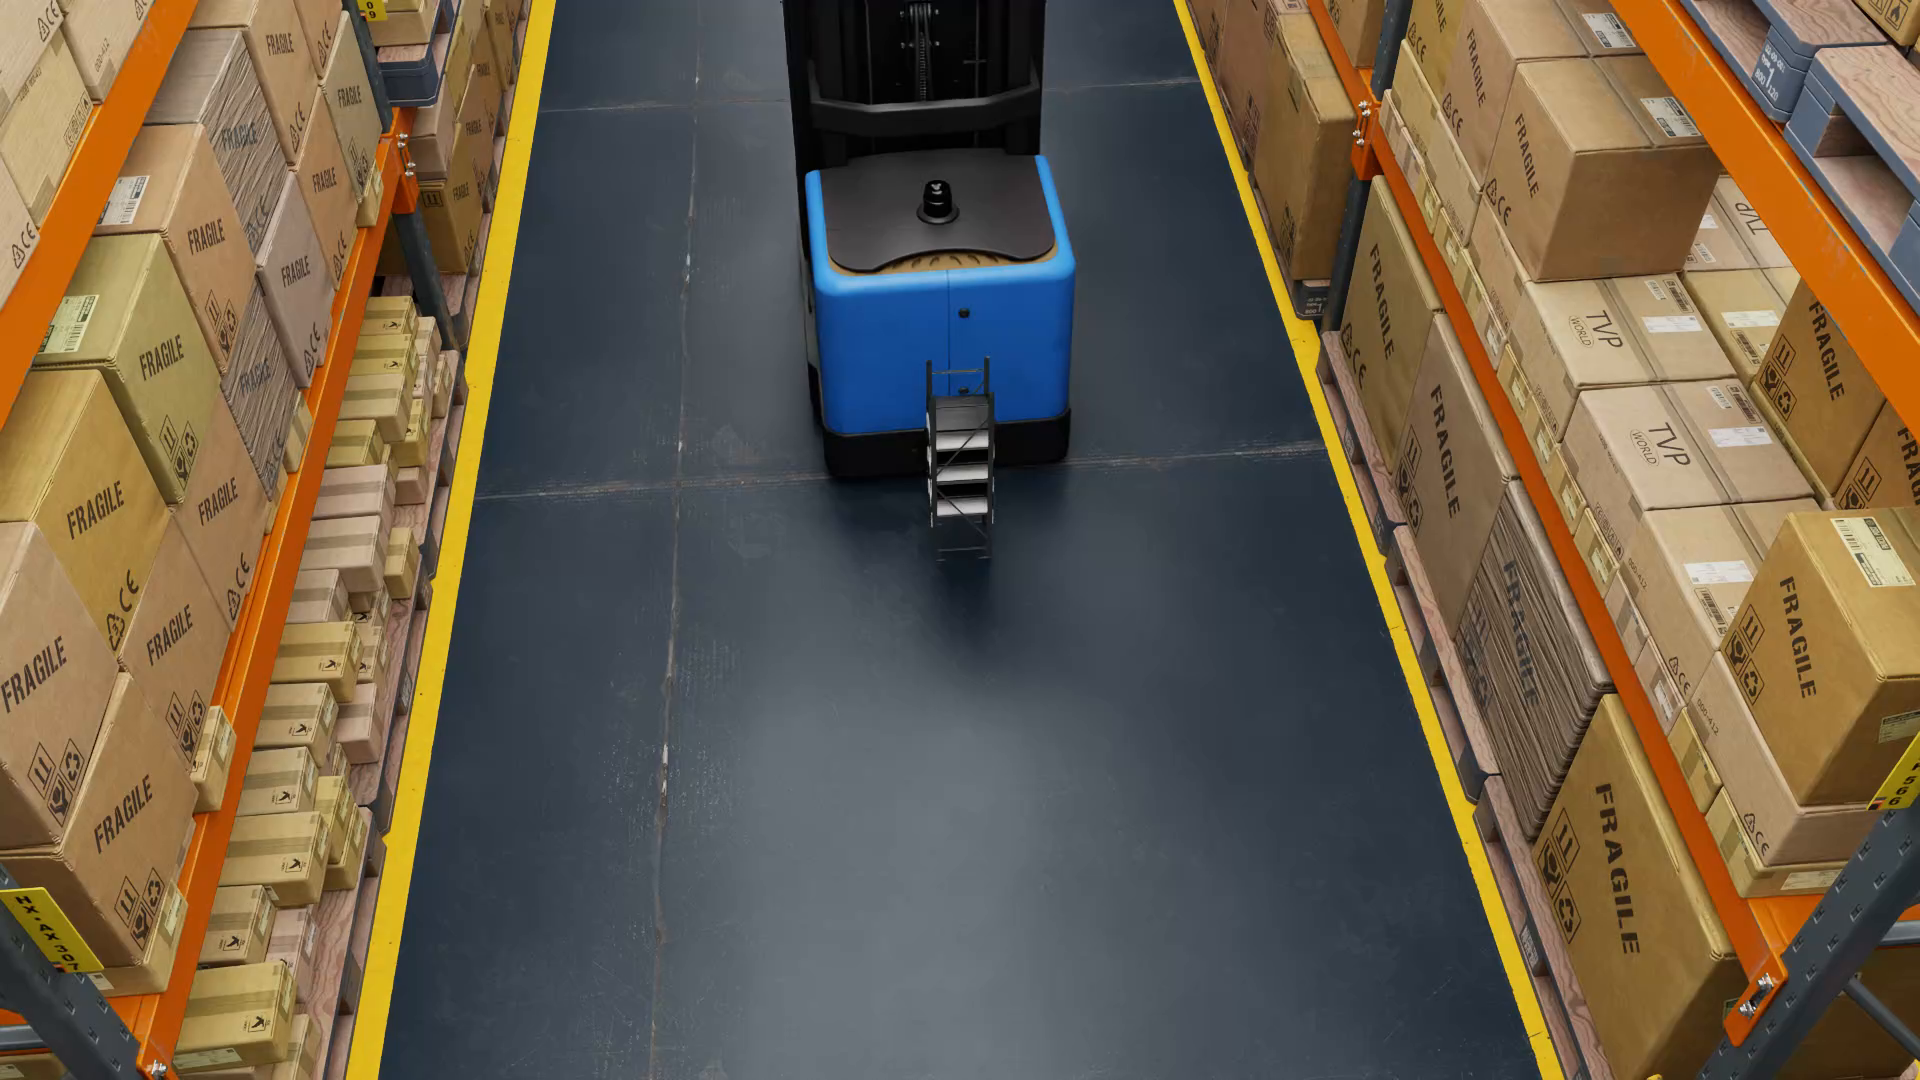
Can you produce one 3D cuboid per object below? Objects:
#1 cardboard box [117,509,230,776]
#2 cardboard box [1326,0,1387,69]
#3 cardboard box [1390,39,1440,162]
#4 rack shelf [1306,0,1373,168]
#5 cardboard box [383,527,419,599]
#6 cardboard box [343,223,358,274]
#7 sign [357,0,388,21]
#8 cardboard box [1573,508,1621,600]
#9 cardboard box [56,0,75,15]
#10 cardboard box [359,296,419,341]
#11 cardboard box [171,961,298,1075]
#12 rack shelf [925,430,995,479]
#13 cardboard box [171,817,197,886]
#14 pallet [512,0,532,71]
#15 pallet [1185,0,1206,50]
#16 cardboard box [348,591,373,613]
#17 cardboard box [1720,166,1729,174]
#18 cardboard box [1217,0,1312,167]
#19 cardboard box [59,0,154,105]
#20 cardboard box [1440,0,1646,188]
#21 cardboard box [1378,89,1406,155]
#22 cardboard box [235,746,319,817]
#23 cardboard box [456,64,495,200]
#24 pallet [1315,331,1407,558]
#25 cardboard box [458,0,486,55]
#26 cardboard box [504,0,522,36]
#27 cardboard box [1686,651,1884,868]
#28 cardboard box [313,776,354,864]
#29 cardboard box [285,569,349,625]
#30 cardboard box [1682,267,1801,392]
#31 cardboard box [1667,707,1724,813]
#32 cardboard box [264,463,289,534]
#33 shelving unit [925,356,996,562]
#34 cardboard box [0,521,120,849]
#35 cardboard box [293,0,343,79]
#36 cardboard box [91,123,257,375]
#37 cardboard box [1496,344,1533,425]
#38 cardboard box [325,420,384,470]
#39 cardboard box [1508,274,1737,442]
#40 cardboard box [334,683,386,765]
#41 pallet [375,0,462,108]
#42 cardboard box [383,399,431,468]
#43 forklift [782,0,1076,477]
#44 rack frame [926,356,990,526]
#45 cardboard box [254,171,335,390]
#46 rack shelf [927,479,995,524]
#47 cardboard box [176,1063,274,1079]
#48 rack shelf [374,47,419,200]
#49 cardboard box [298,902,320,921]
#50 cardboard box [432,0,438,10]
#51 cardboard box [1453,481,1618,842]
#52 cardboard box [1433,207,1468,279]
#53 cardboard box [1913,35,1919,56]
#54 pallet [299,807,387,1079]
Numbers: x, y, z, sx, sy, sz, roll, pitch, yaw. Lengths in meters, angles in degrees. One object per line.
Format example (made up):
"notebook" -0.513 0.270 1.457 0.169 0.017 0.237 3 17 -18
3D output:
"cardboard box" -2.263 0.281 4.281 0.500 0.500 0.500 -3 47 -3
"cardboard box" 1.875 -2.334 6.962 0.500 0.500 0.500 -3 47 -3
"cardboard box" 1.964 -1.673 6.303 0.500 0.250 0.500 -4 47 -4
"rack shelf" 2.019 -3.177 8.325 1.077 0.370 4.000 -3 47 -3
"cardboard box" -2.306 0.098 6.402 0.380 0.149 0.250 -4 47 -3
"cardboard box" -2.415 -1.094 6.029 0.380 0.149 0.250 -2 47 -2
"sign" -2.225 -2.086 6.200 0.100 0.325 0.005 -3 47 -3
"cardboard box" 2.076 0.026 4.969 0.380 0.149 0.250 -4 47 -4
"cardboard box" -2.327 -1.450 3.887 0.500 0.250 0.500 -5 47 -5
"cardboard box" -2.476 -0.876 6.915 0.380 0.149 0.250 -2 47 -2
"cardboard box" -2.135 1.376 4.782 0.380 0.149 0.250 -5 47 -5
"rack shelf" 0.001 -0.343 6.513 0.258 0.077 0.200 -3 47 -3
"cardboard box" -2.193 0.795 4.241 0.380 0.149 0.250 -2 47 -2
"pallet" -3.036 -3.119 9.695 1.003 0.211 1.213 -3 47 -3
"pallet" 1.842 -3.338 9.902 1.003 0.211 1.213 -3 47 -3
"cardboard box" -2.380 0.146 6.151 0.380 0.149 0.250 -5 47 -5
"cardboard box" 2.529 -1.607 5.725 0.500 0.500 0.500 -3 47 -3
"cardboard box" 2.037 -2.500 8.362 1.225 0.875 0.875 -5 47 -5
"cardboard box" -2.341 -1.303 4.092 0.500 0.250 0.500 -4 47 -3
"cardboard box" 2.005 -1.567 5.687 0.500 0.500 0.500 -3 47 -3
"cardboard box" 1.879 -1.657 6.563 0.380 0.149 0.250 -3 47 -3
"cardboard box" -2.275 0.820 5.309 0.380 0.149 0.250 -6 47 -5
"cardboard box" -2.609 -1.968 8.116 0.500 0.500 0.500 -2 47 -1
"pallet" 2.172 -0.464 7.180 1.003 0.211 1.213 -3 47 -3
"cardboard box" -2.649 -2.597 8.196 0.500 0.250 0.500 -2 47 -2
"cardboard box" -2.745 -3.092 9.181 0.500 0.500 0.500 -2 47 -2
"cardboard box" 2.216 0.531 4.216 0.500 0.250 0.500 -4 47 -4
"cardboard box" -2.207 0.918 5.420 0.380 0.149 0.250 -2 47 -2
"cardboard box" -2.382 0.249 5.849 0.380 0.149 0.250 -3 47 -3
"cardboard box" 2.612 -0.615 5.301 0.500 0.250 0.500 -4 47 -4
"cardboard box" 2.139 0.577 4.447 0.380 0.149 0.250 -3 47 -3
"cardboard box" -2.312 -0.149 5.134 0.380 0.149 0.250 -2 47 -2
"shelving unit" 0.001 -0.304 6.554 0.258 0.900 0.210 -3 47 -3
"cardboard box" -2.203 0.323 3.552 0.500 0.500 0.500 -4 47 -4
"cardboard box" -2.456 -1.906 5.663 0.500 0.500 0.500 -5 47 -5
"cardboard box" -2.319 -0.788 4.604 0.500 0.500 0.500 -5 47 -5
"cardboard box" 2.011 -0.529 5.495 0.380 0.149 0.250 -5 47 -4
"cardboard box" -2.443 -0.322 6.390 0.380 0.149 0.250 -2 47 -2
"cardboard box" 2.083 -0.581 5.269 0.500 0.250 0.500 -3 47 -3
"cardboard box" -2.249 0.662 5.867 0.380 0.149 0.250 -6 47 -5
"pallet" -2.684 -2.245 7.079 1.003 0.211 1.213 -3 47 -3
"cardboard box" -2.347 -0.419 6.687 0.380 0.149 0.250 -5 47 -5
"forklift" -0.219 -2.351 7.094 1.130 2.935 3.031 -5 47 -5
"rack frame" -0.008 -0.377 6.624 0.240 0.900 0.006 -3 47 -3
"cardboard box" -2.360 -0.818 5.321 0.500 0.500 0.500 -4 47 -4
"rack shelf" 0.001 -0.157 6.709 0.258 0.077 0.200 -3 47 -3
"cardboard box" -2.218 1.484 4.885 0.380 0.149 0.250 -2 47 -2
"rack shelf" -2.932 -2.949 8.109 1.077 0.370 4.000 -3 47 -3
"cardboard box" -2.286 1.218 5.341 0.380 0.149 0.250 -3 47 -3
"cardboard box" -2.369 -2.321 6.902 0.380 0.149 0.250 -3 47 -3
"cardboard box" 2.311 0.386 5.629 0.875 0.875 0.875 -3 47 -3
"cardboard box" 1.948 -1.086 6.022 0.380 0.149 0.250 -5 47 -4
"cardboard box" 2.497 -1.116 3.384 0.700 0.500 0.500 -5 47 -5
"pallet" -2.469 1.459 5.360 1.003 0.211 1.213 -3 47 -3
